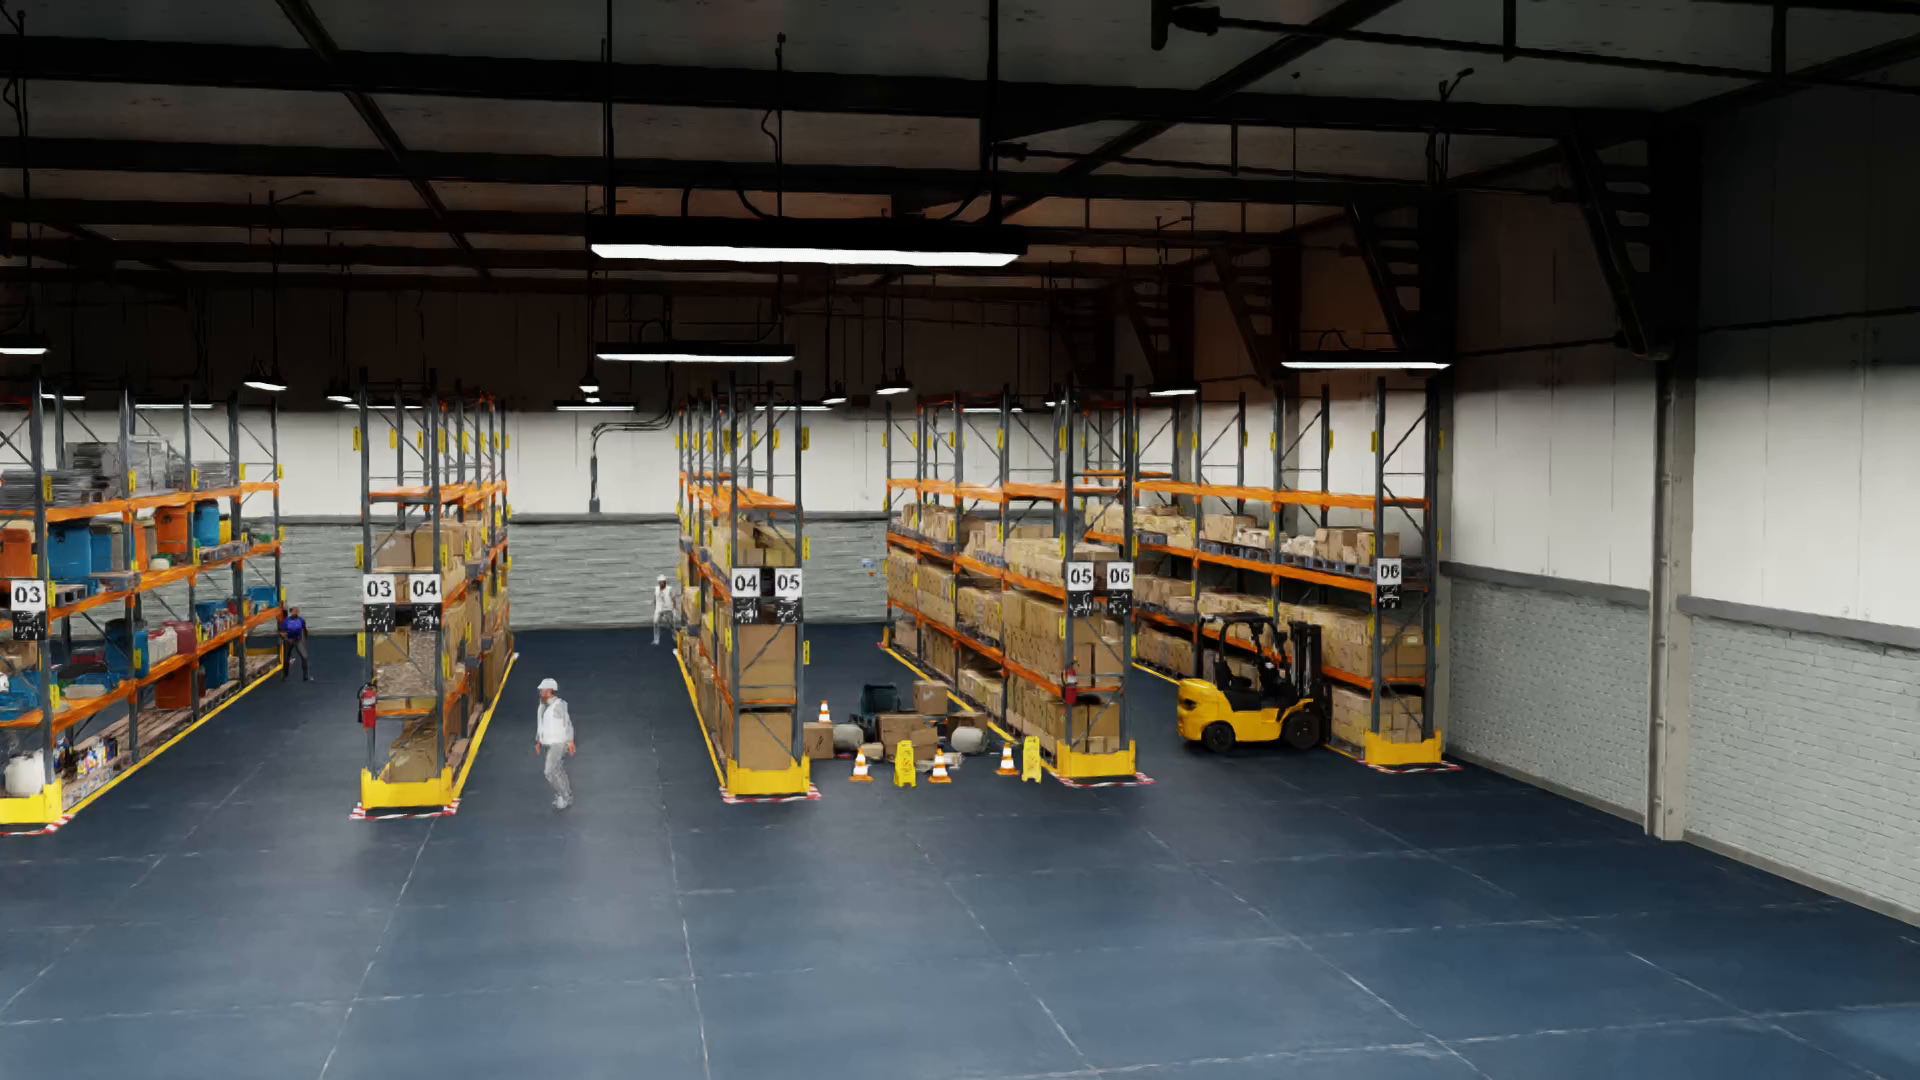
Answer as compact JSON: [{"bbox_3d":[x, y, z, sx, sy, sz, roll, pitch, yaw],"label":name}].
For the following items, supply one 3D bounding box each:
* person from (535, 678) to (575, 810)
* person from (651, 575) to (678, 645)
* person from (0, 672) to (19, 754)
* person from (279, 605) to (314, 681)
[{"bbox_3d":[-5.528,2.757,22.701,0.500,1.759,0.639,-3,5,-45],"label":"person"},{"bbox_3d":[-7.275,1.707,40.988,0.605,1.731,0.983,1,3,8],"label":"person"},{"bbox_3d":[-15.174,2.635,26.120,0.476,1.598,1.003,0,3,-3],"label":"person"},{"bbox_3d":[-13.875,2.135,34.697,0.621,1.591,0.821,-2,4,-29],"label":"person"}]
